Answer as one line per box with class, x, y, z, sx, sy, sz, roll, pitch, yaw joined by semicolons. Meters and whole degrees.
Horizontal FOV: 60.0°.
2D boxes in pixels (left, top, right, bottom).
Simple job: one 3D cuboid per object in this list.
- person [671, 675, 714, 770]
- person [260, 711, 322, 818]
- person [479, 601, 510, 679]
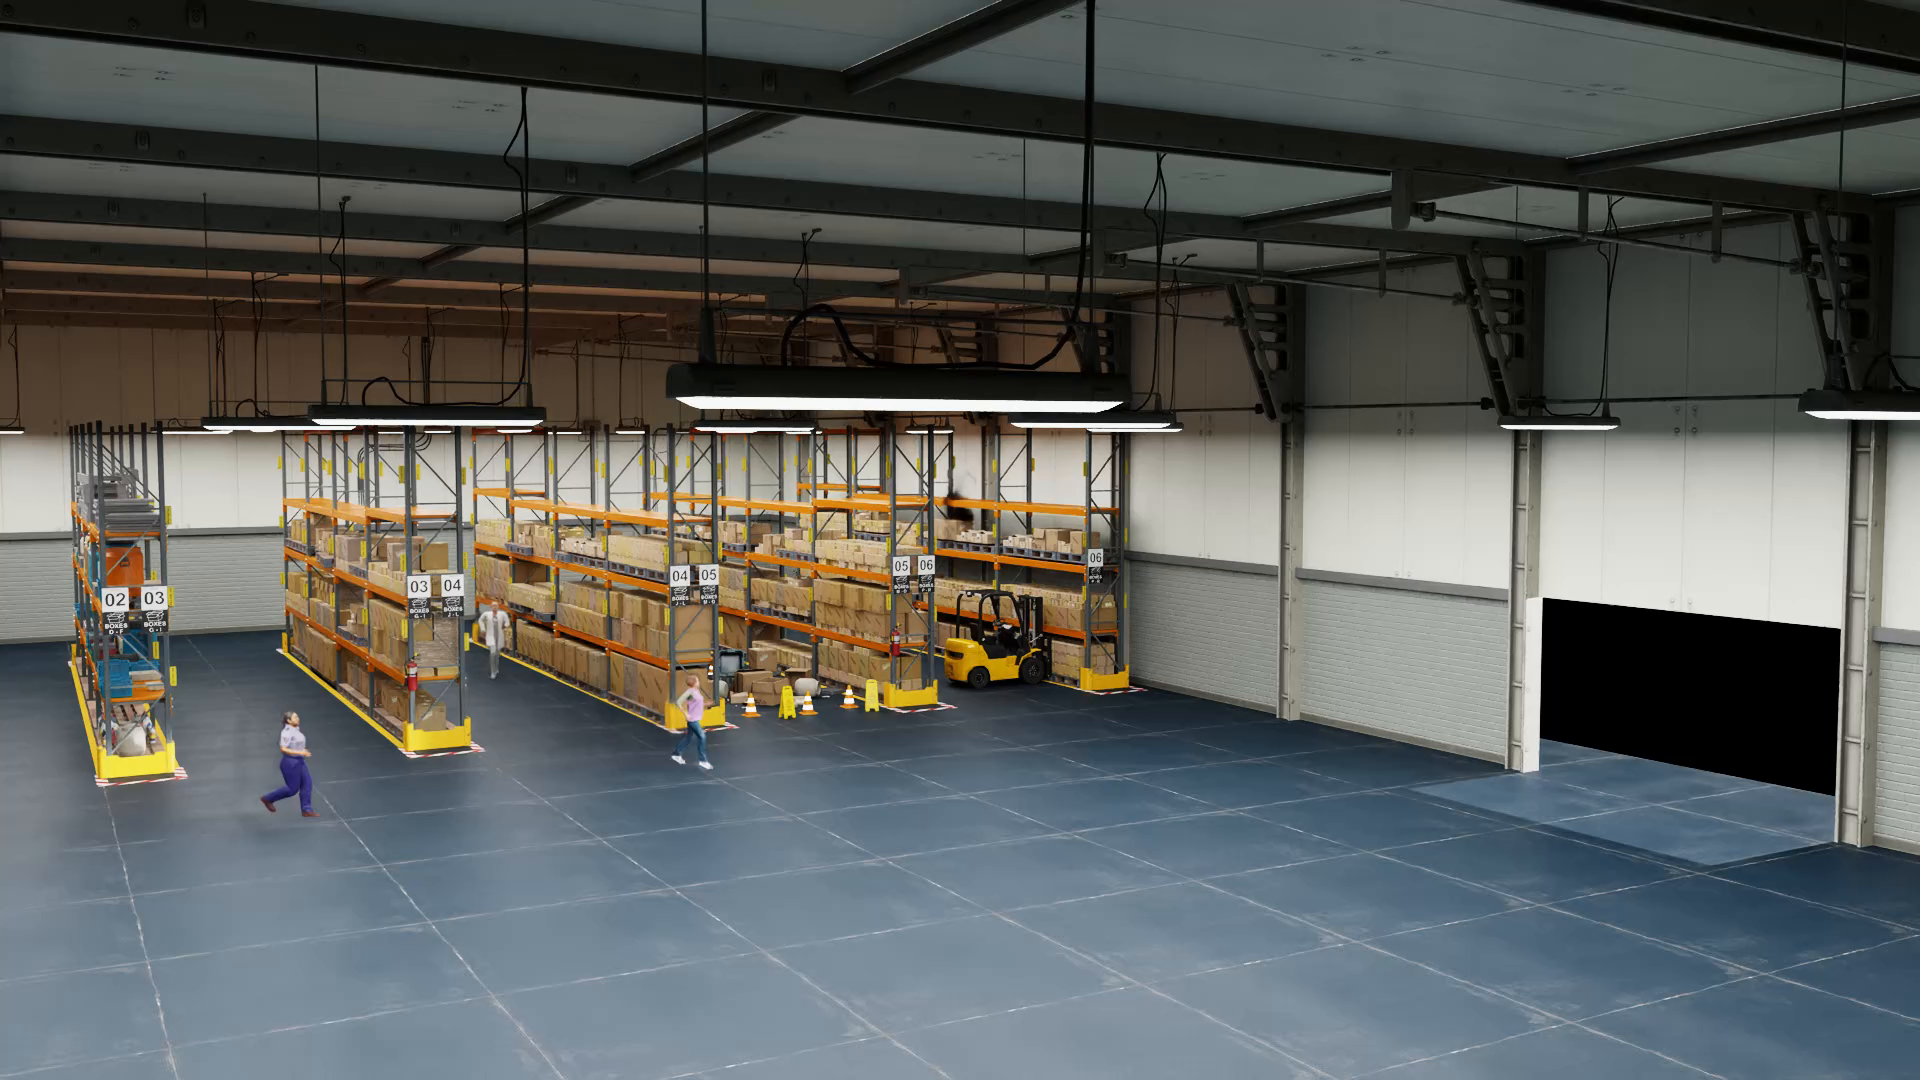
person;-4.616;3.144;28.660;0.783;1.616;0.518;0;4;5
person;-10.023;3.415;24.917;0.849;1.554;0.607;0;4;-6
person;-11.137;2.380;39.856;0.688;1.841;0.873;-2;4;-28
